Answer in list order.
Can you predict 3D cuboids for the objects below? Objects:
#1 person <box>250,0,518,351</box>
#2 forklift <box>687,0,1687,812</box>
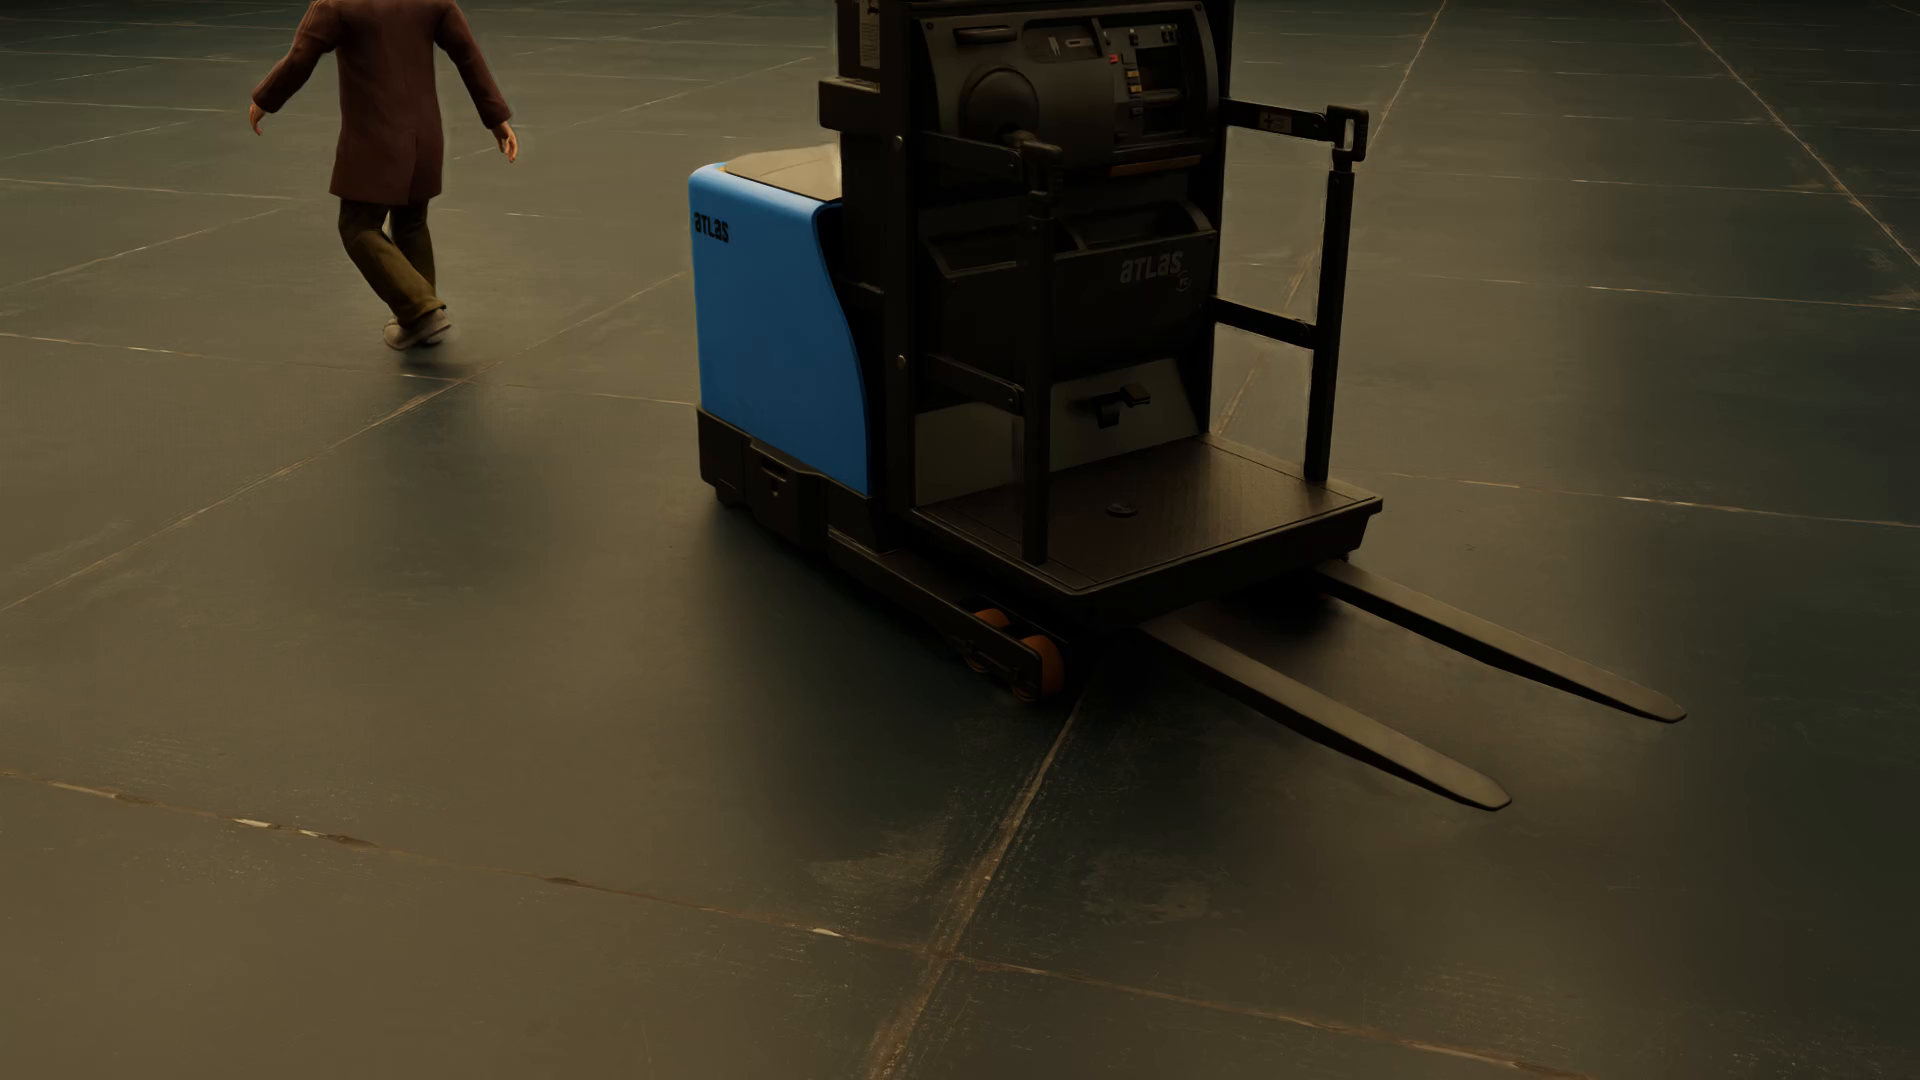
[{"bbox_3d":[-2.302,-1.631,6.776,0.746,1.762,0.913,17,28,35],"label":"person"},{"bbox_3d":[0.424,-1.162,4.094,1.130,2.935,3.031,-16,27,-33],"label":"forklift"}]
